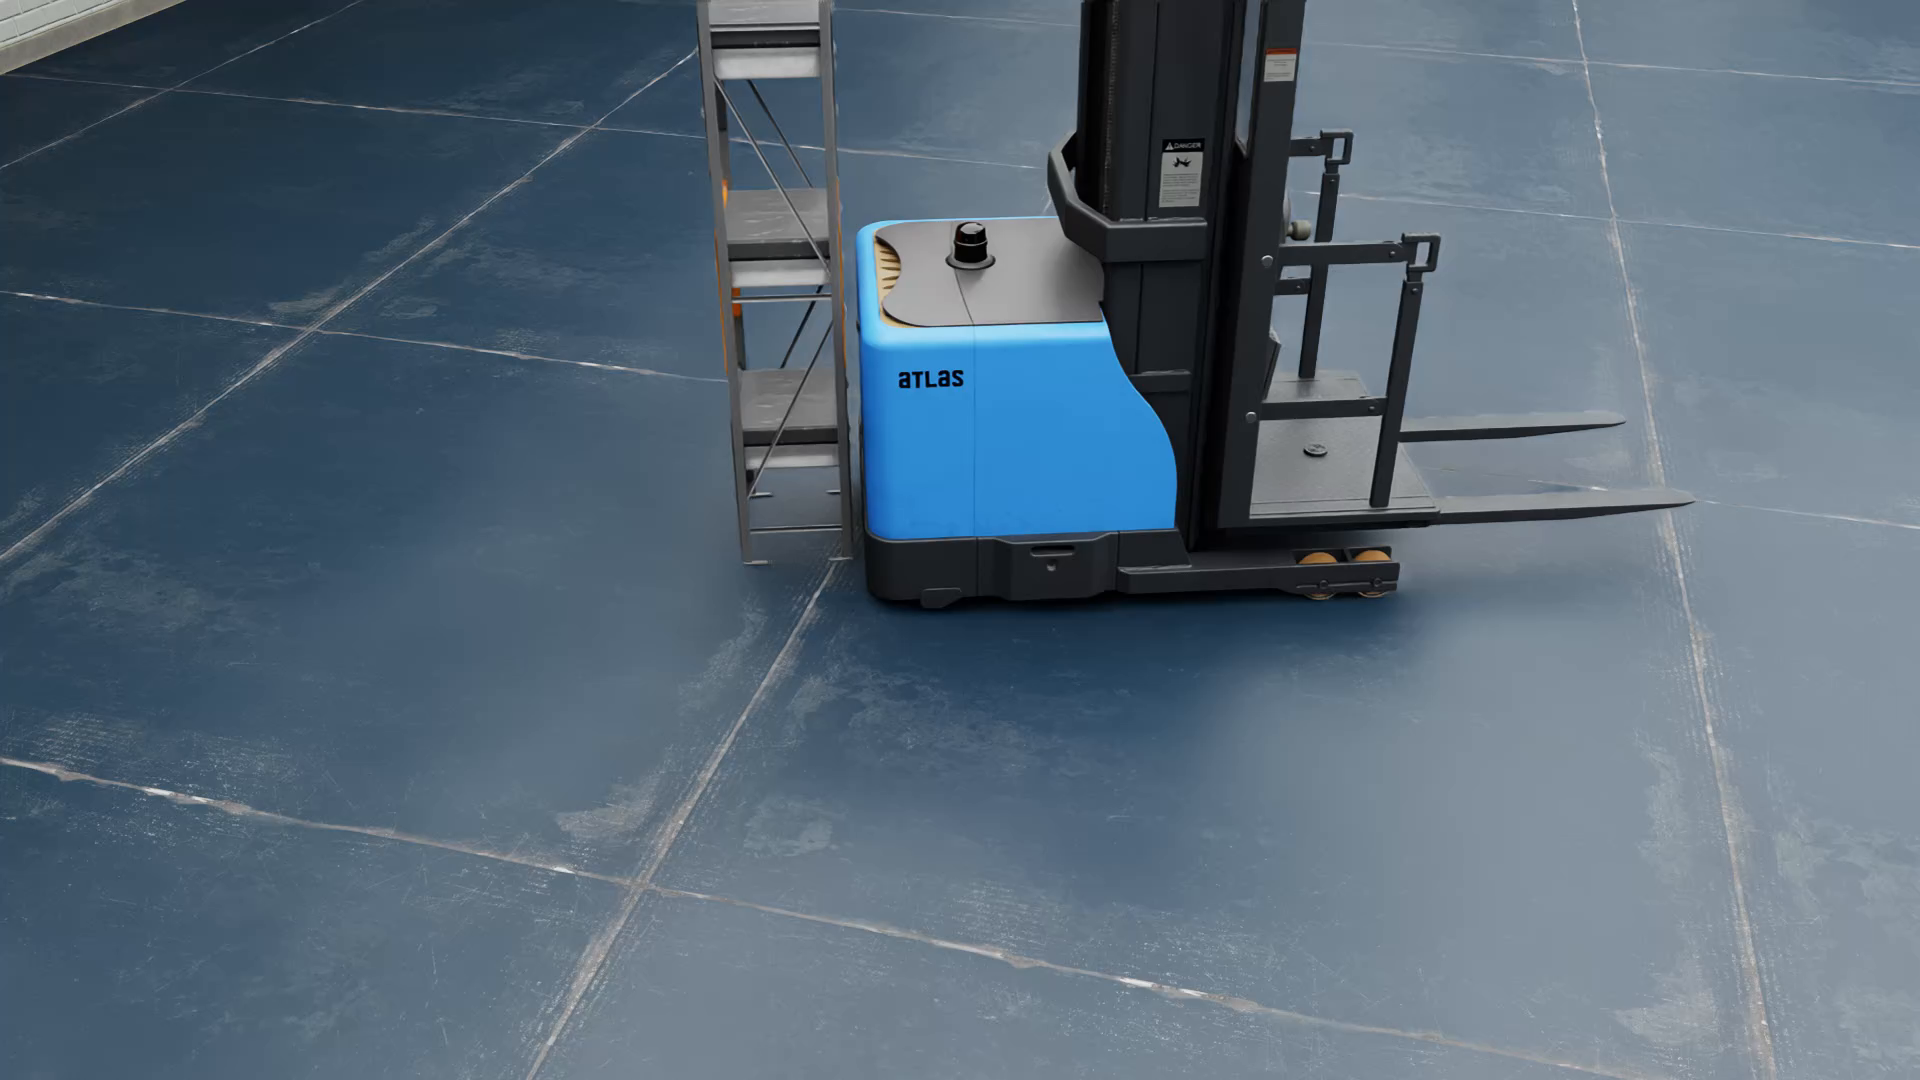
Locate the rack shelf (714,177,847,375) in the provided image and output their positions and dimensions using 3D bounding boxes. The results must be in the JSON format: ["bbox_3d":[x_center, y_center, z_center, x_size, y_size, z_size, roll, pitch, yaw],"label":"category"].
[{"bbox_3d":[-0.614,-0.921,5.767,0.431,0.518,0.480,-2,33,-4],"label":"rack shelf"}]

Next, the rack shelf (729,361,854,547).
[{"bbox_3d":[-0.614,-0.331,6.143,0.431,0.518,0.480,-2,33,-4],"label":"rack shelf"}]

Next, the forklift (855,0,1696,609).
[{"bbox_3d":[1.149,-1.306,5.572,3.031,2.935,1.130,-2,33,-4],"label":"forklift"}]

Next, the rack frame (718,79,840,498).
[{"bbox_3d":[-0.633,-1.063,5.965,0.400,2.100,0.015,-2,33,-4],"label":"rack frame"}]

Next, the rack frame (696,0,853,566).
[{"bbox_3d":[-0.595,-0.802,5.555,0.400,2.100,0.015,-2,33,-4],"label":"rack frame"}]

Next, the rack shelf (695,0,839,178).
[{"bbox_3d":[-0.614,-1.512,5.392,0.431,0.518,0.480,-2,33,-4],"label":"rack shelf"}]

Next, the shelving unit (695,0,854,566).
[{"bbox_3d":[-0.614,-0.933,5.760,0.431,2.100,0.503,-2,33,-4],"label":"shelving unit"}]
